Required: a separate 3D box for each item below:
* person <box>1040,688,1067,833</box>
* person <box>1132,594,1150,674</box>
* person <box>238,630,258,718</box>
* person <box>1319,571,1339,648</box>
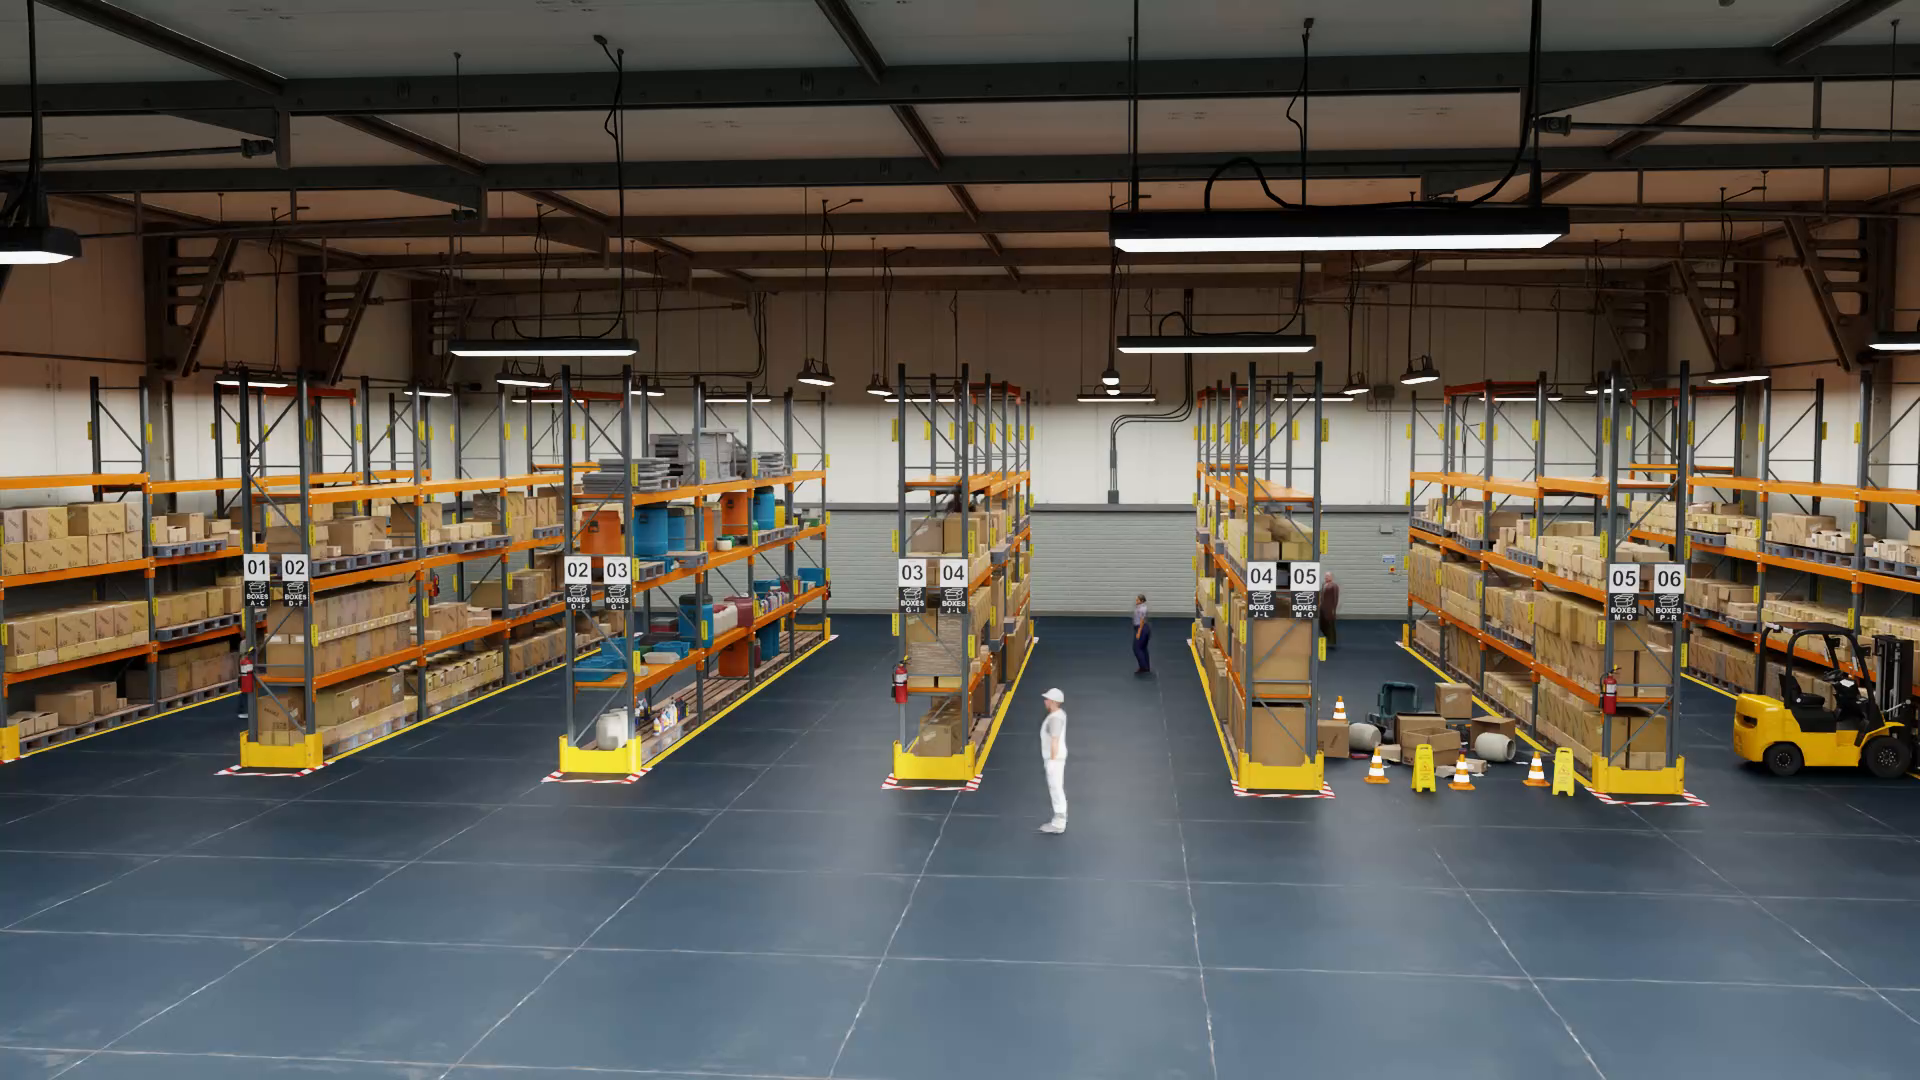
[{"bbox_3d":[1.172,2.756,20.882,0.343,1.799,0.616,0,4,-2],"label":"person"},{"bbox_3d":[3.767,1.957,34.612,0.374,1.650,0.585,0,4,6],"label":"person"},{"bbox_3d":[-12.491,2.377,29.193,0.347,1.510,0.444,-1,4,-17],"label":"person"},{"bbox_3d":[8.595,1.619,38.809,0.477,1.785,0.575,-1,4,-10],"label":"person"}]
